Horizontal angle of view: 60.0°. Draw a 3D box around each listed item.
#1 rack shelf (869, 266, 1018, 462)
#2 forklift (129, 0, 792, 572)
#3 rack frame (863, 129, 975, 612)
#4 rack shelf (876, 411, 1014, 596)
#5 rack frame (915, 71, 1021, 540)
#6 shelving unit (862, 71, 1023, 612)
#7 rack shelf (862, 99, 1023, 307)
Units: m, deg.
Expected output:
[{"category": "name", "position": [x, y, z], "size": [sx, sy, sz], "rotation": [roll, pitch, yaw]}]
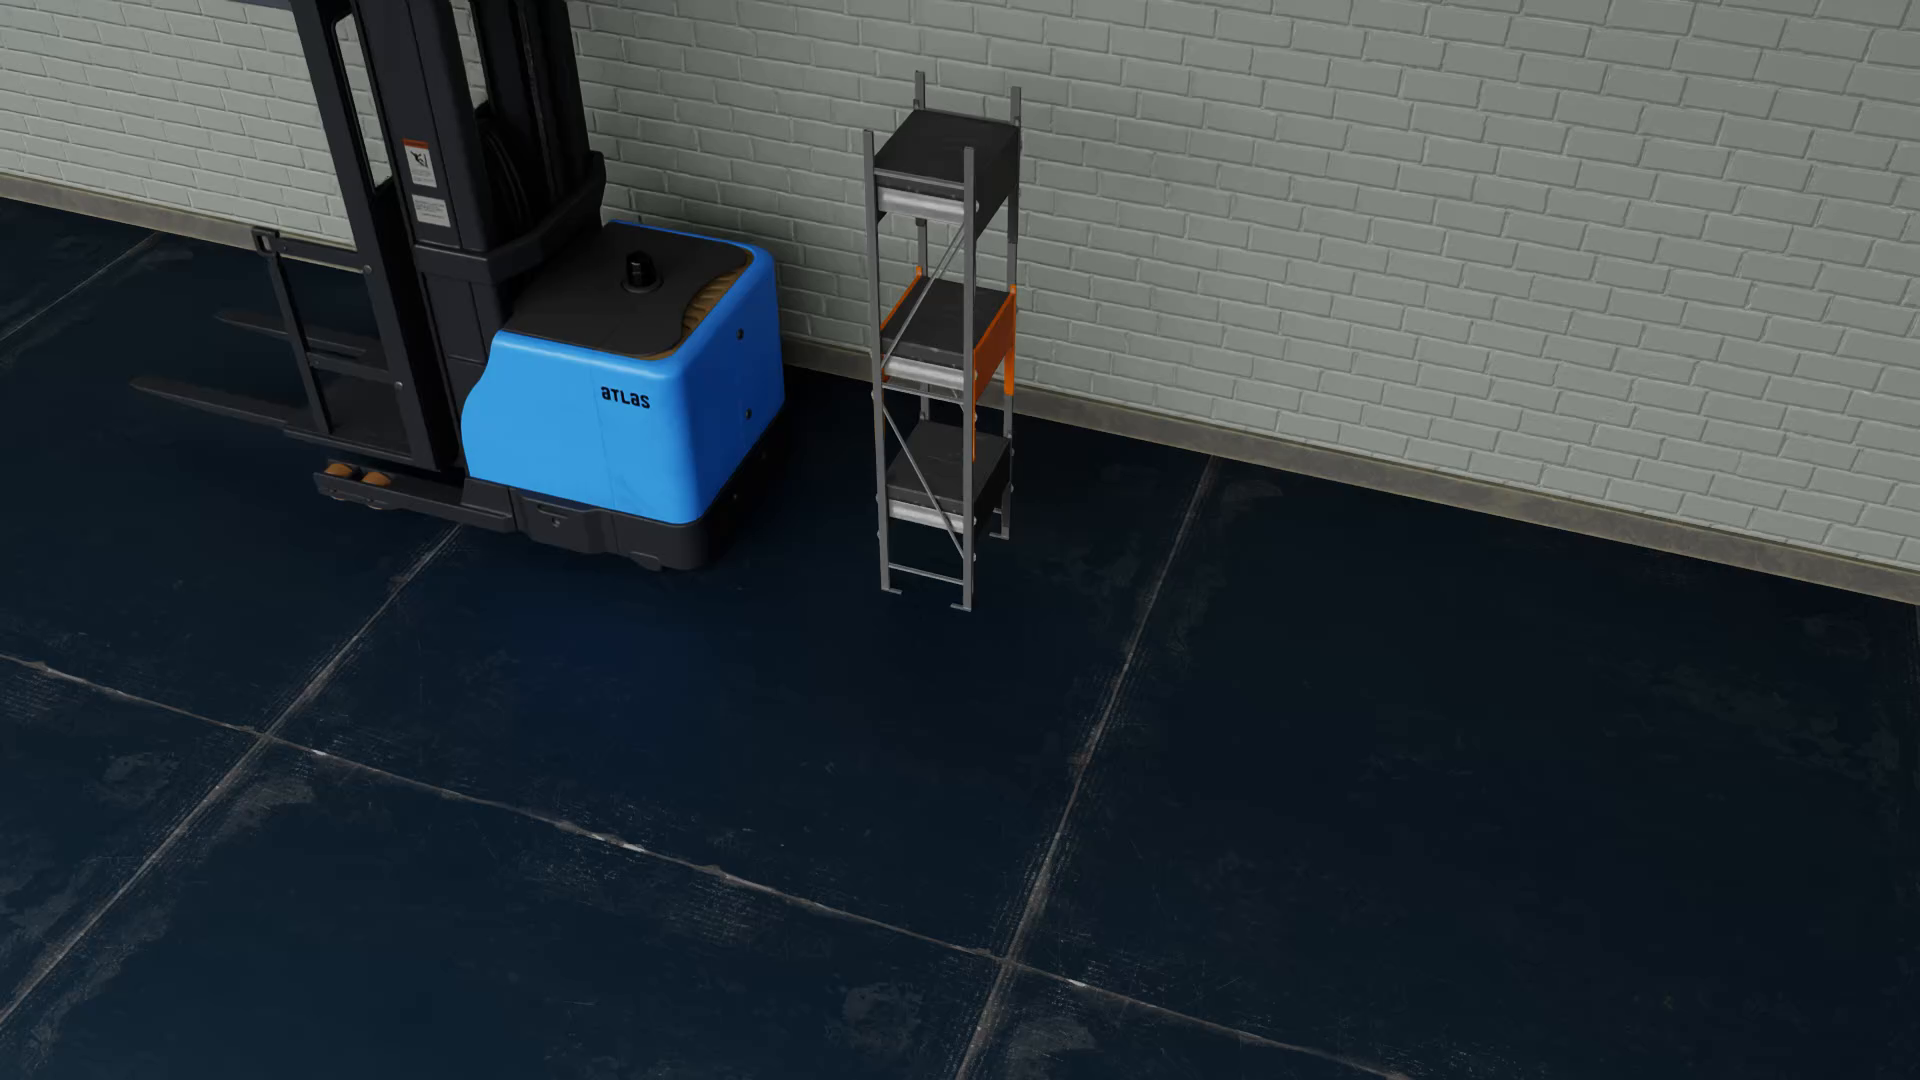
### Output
[{"category": "rack shelf", "position": [-0.057, -0.687, 6.459], "size": [0.431, 0.518, 0.480], "rotation": [13, 42, 15]}, {"category": "forklift", "position": [-2.347, -1.560, 6.820], "size": [3.031, 2.935, 1.130], "rotation": [13, 42, 15]}, {"category": "rack frame", "position": [-0.140, -0.549, 6.276], "size": [0.400, 2.100, 0.015], "rotation": [13, 42, 15]}, {"category": "rack shelf", "position": [-0.057, -0.155, 6.913], "size": [0.431, 0.518, 0.480], "rotation": [13, 42, 15]}, {"category": "rack frame", "position": [0.027, -0.847, 6.625], "size": [0.400, 2.100, 0.015], "rotation": [13, 42, 15]}, {"category": "shelving unit", "position": [-0.057, -0.698, 6.450], "size": [0.431, 2.100, 0.503], "rotation": [13, 42, 15]}, {"category": "rack shelf", "position": [-0.057, -1.220, 6.005], "size": [0.431, 0.518, 0.480], "rotation": [13, 42, 15]}]
